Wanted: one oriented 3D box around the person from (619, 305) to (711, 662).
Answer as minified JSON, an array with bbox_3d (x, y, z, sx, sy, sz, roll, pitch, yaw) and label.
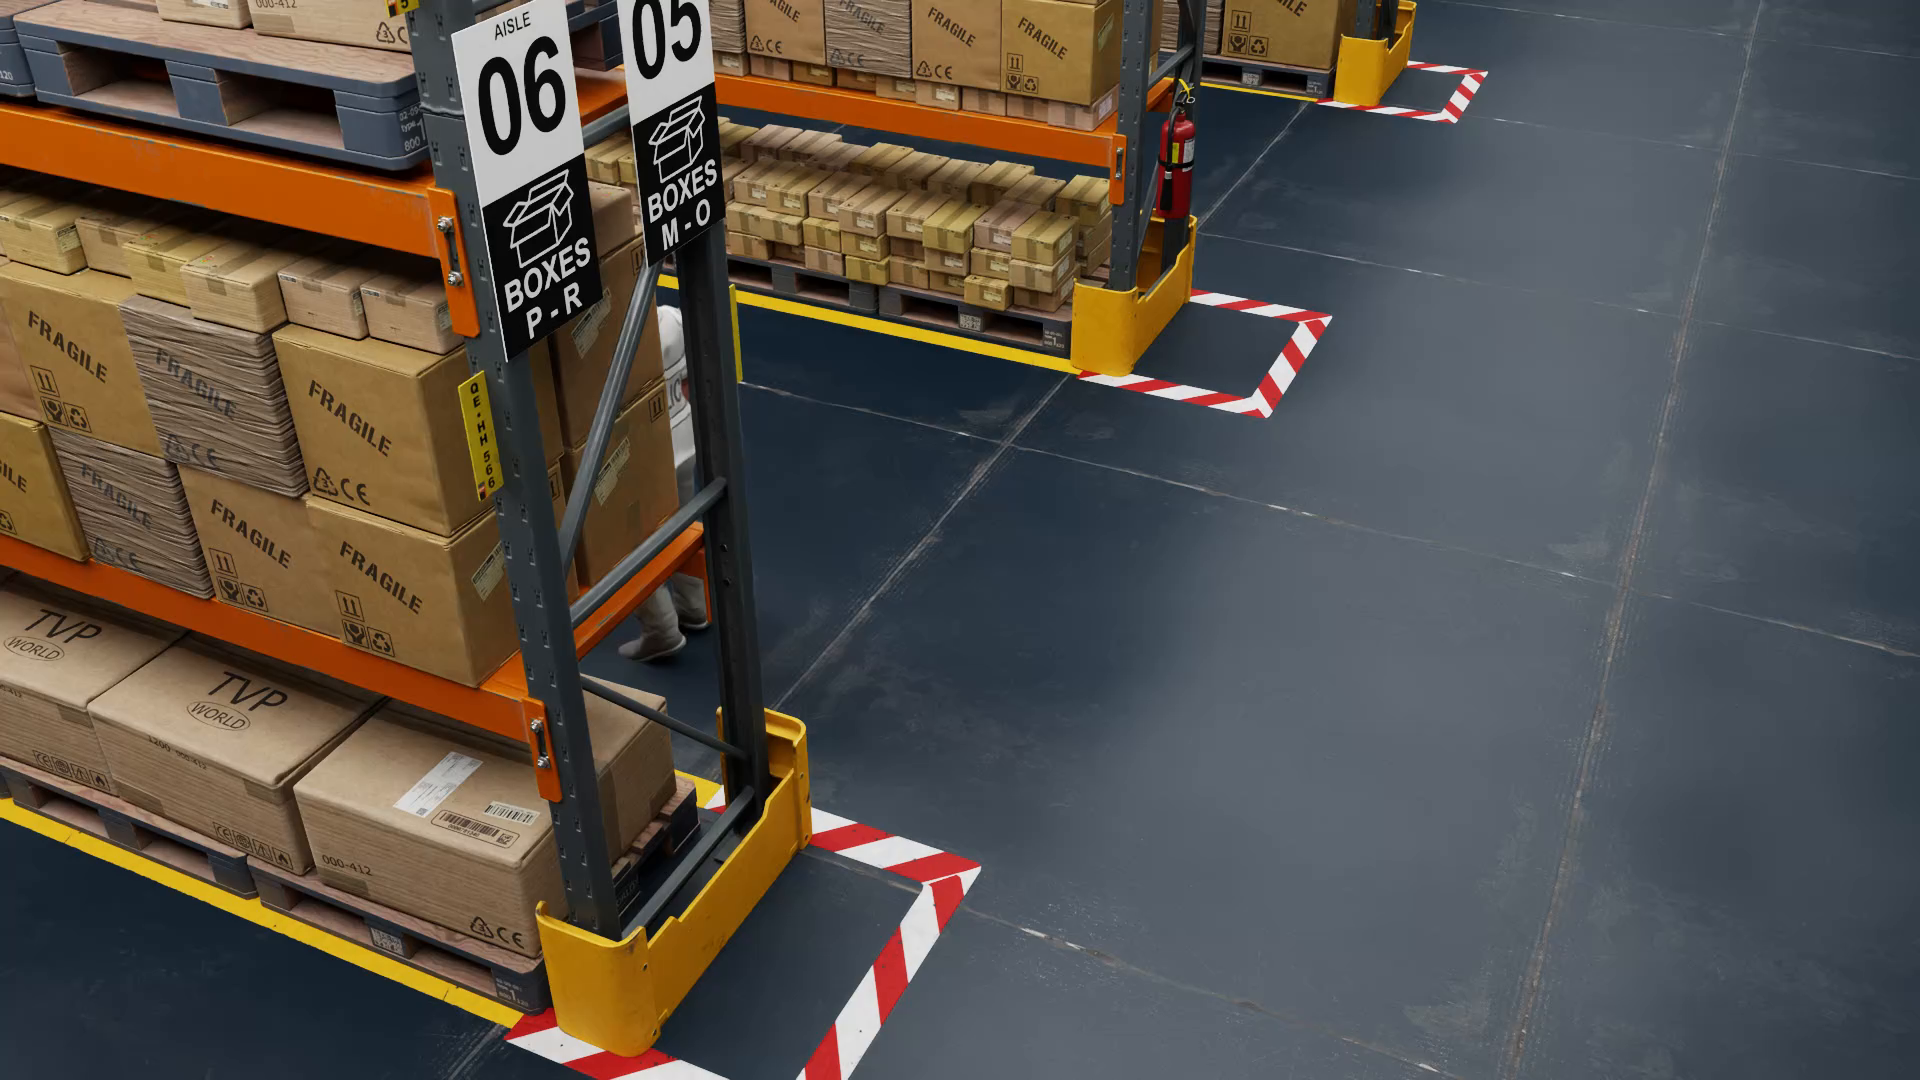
[{"bbox_3d":[-1.256,-0.301,6.608,0.394,1.820,0.559,15,36,21],"label":"person"}]
